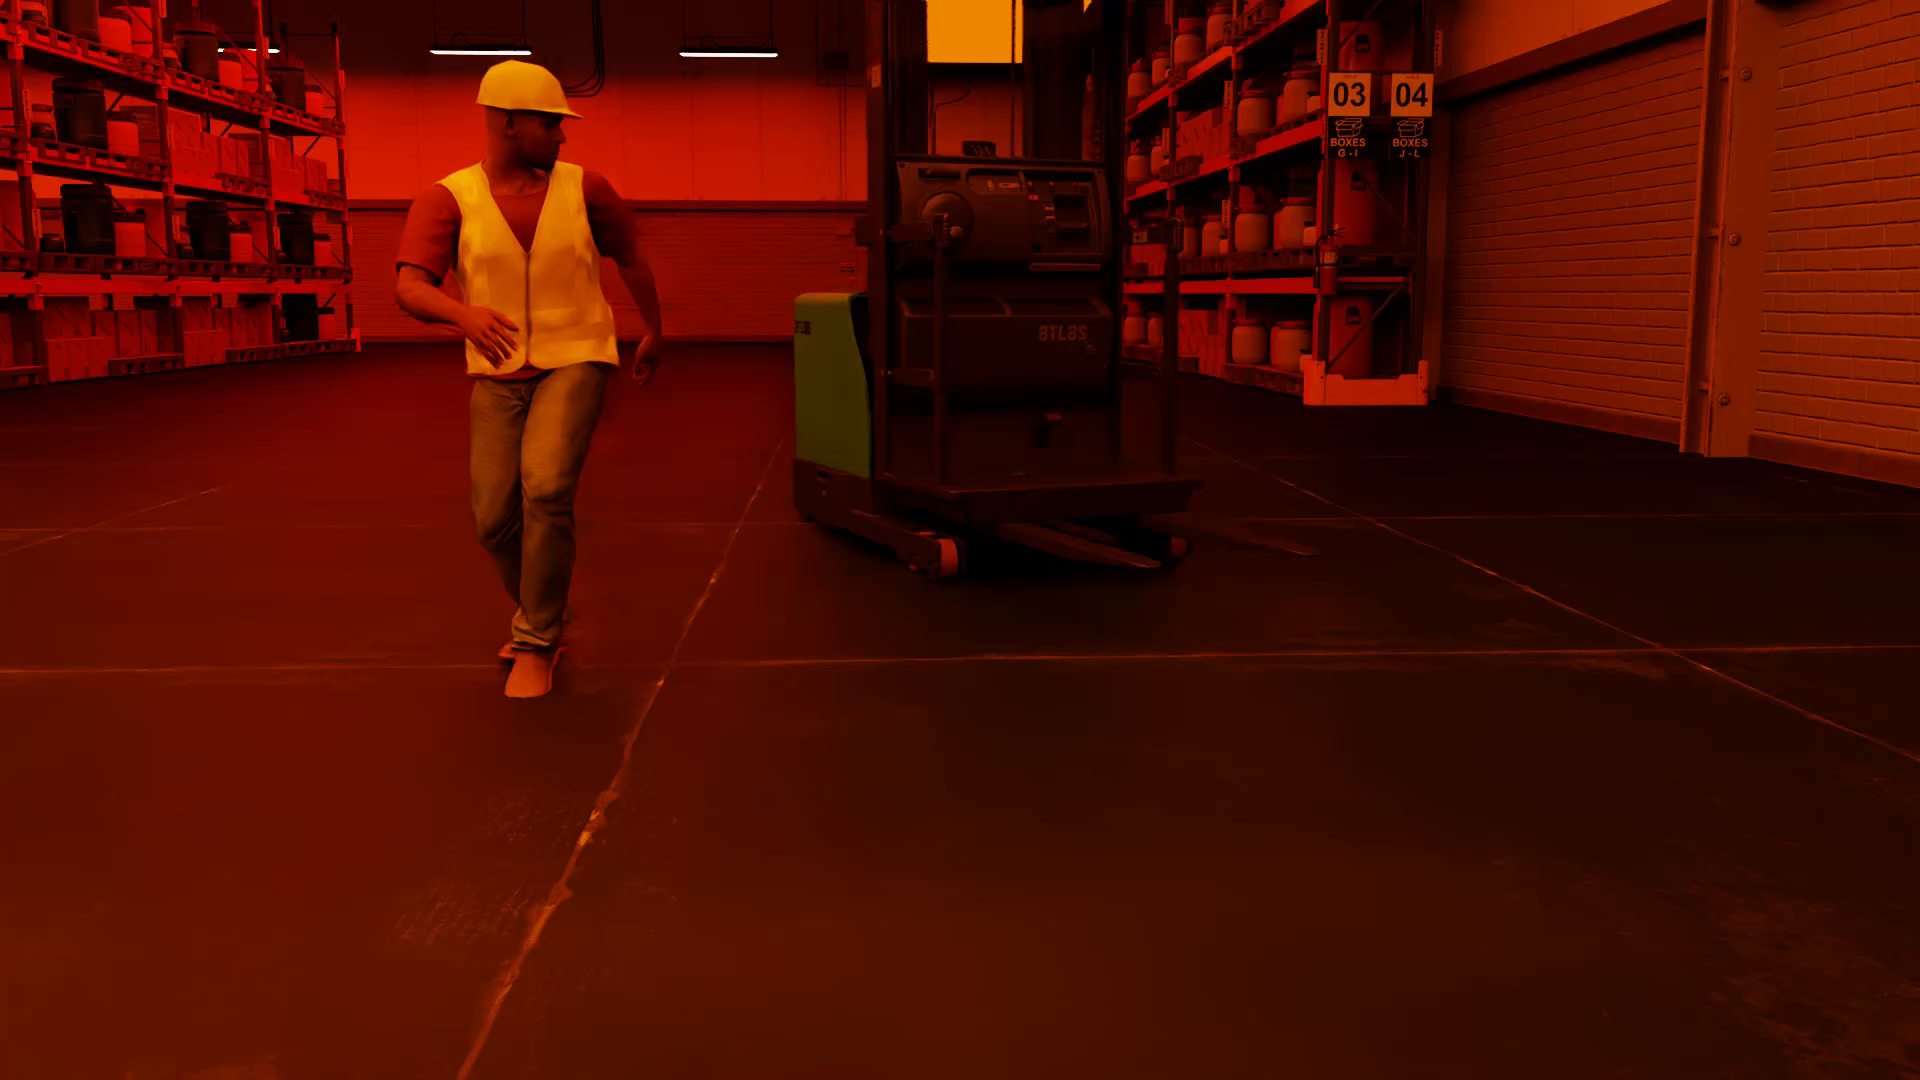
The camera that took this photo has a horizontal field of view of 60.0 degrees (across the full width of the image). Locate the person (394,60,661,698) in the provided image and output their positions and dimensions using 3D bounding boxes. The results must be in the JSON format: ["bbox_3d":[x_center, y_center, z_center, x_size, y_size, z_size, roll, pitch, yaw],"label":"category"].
[{"bbox_3d":[-1.224,-0.450,4.730,0.628,1.761,0.865,0,8,1],"label":"person"}]

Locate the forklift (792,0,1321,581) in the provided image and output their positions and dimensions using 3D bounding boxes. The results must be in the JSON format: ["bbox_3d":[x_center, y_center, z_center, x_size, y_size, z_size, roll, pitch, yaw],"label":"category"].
[{"bbox_3d":[0.273,-1.367,6.535,1.130,2.935,3.031,-4,9,-24],"label":"forklift"}]
